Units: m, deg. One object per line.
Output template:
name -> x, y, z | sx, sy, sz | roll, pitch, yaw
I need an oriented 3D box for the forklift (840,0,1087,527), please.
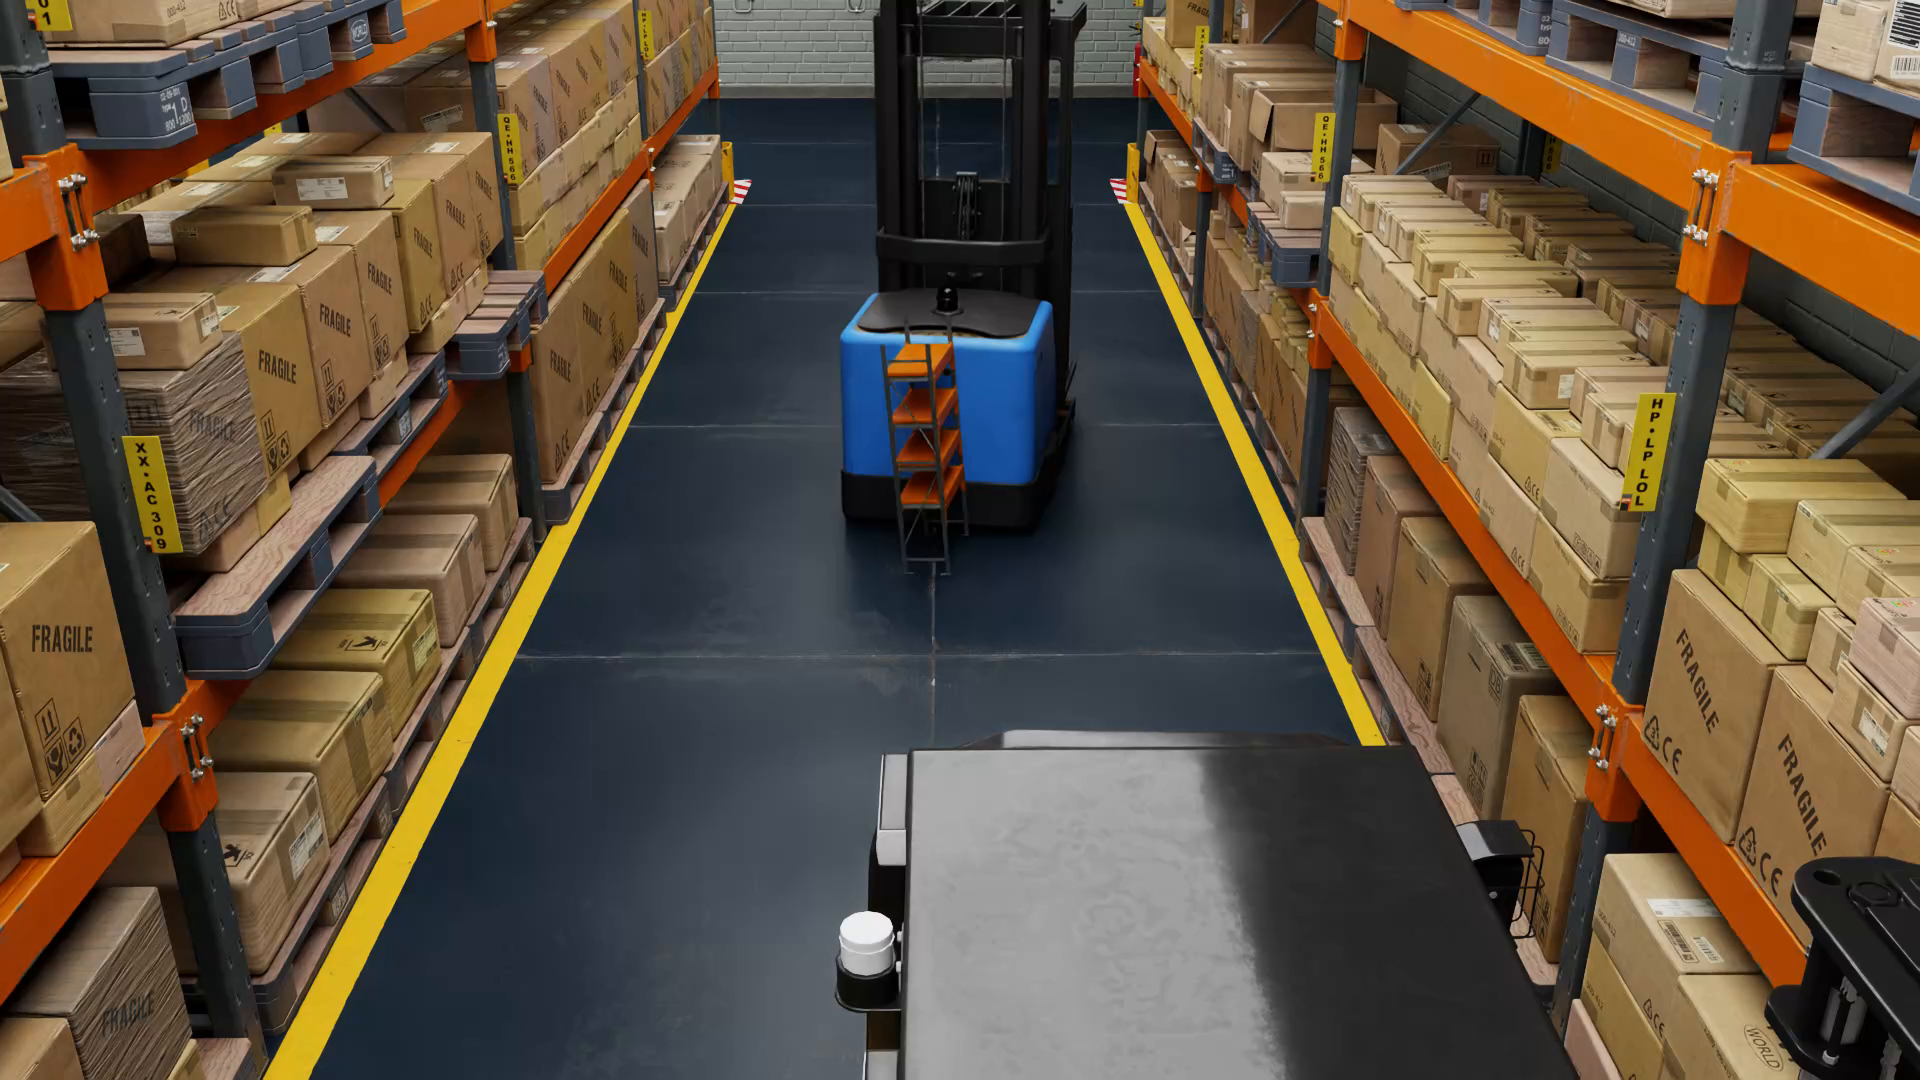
forklift -> 0.116, -1.980, 9.571 | 1.130, 2.935, 3.031 | 4, 25, 9

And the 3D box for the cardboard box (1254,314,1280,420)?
cardboard box -> 2.056, -1.036, 9.924 | 0.500, 0.500, 0.500 | 1, 24, 2

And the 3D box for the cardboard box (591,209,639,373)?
cardboard box -> -2.624, -1.608, 10.735 | 0.875, 0.875, 0.875 | 0, 24, 1

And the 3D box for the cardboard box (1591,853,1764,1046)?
cardboard box -> 2.014, 1.067, 4.365 | 0.500, 0.250, 0.500 | -1, 24, -1

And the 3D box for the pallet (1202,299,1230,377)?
pallet -> 2.282, -1.431, 11.657 | 1.003, 0.211, 1.213 | 0, 24, -1

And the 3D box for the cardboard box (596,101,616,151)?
cardboard box -> -2.456, -2.572, 10.372 | 0.500, 0.250, 0.500 | 0, 24, 1

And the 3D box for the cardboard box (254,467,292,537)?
cardboard box -> -2.325, -0.125, 5.181 | 0.380, 0.149, 0.250 | 0, 24, 1

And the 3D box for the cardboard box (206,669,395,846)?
cardboard box -> -2.660, 0.778, 6.070 | 0.950, 0.372, 0.625 | 1, 24, 3

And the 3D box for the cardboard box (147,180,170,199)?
cardboard box -> -7.402, -3.168, 15.064 | 0.380, 0.149, 0.250 | 0, 24, 1

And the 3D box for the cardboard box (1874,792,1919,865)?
cardboard box -> 2.095, 0.822, 3.171 | 0.500, 0.500, 0.500 | 0, 24, -1

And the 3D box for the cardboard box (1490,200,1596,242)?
cardboard box -> 2.541, -1.382, 7.257 | 0.380, 0.149, 0.250 | 0, 24, -1

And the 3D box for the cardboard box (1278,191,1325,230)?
cardboard box -> 1.888, -1.734, 8.739 | 0.380, 0.149, 0.250 | 0, 24, 0

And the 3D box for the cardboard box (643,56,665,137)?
cardboard box -> -2.472, -3.253, 12.180 | 0.500, 0.500, 0.500 | 1, 24, 1

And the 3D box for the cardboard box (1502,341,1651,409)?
cardboard box -> 1.990, -0.536, 5.386 | 0.380, 0.149, 0.250 | -1, 24, -2

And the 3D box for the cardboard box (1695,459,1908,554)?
cardboard box -> 2.029, -0.084, 4.026 | 0.380, 0.149, 0.250 | 0, 24, 1

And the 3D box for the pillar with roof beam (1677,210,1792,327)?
pillar with roof beam -> -1.111, -3.569, 5.721 | 9.100, 9.000, 0.400 | 0, 24, -1

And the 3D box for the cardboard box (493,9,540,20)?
cardboard box -> -2.978, -3.121, 10.677 | 0.500, 0.500, 0.500 | 0, 24, -1

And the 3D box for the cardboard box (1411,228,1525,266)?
cardboard box -> 2.068, -1.170, 6.788 | 0.380, 0.149, 0.250 | 0, 24, 0

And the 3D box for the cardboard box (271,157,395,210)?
cardboard box -> -2.385, -1.359, 6.336 | 0.380, 0.149, 0.250 | -1, 24, -3

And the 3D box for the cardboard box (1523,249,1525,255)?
cardboard box -> 2.569, -1.153, 7.235 | 0.500, 0.250, 0.500 | 0, 24, 0

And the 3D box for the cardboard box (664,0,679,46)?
cardboard box -> -2.485, -4.130, 12.907 | 0.500, 0.500, 0.500 | 0, 24, 0

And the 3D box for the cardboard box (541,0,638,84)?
cardboard box -> -2.472, -3.331, 11.139 | 0.500, 0.500, 0.500 | 1, 24, 1

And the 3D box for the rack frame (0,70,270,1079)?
rack frame -> -2.641, 0.284, 4.482 | 1.000, 3.000, 0.127 | 0, 24, -1

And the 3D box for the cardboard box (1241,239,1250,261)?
cardboard box -> 2.084, -1.903, 11.054 | 0.380, 0.149, 0.250 | -1, 24, -1

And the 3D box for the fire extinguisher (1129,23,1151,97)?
fire extinguisher -> 1.728, -4.538, 15.690 | 0.296, 0.674, 0.183 | 0, 24, -1

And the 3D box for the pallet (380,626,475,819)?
pallet -> -2.667, 0.730, 6.880 | 1.003, 0.211, 1.213 | 0, 24, -1

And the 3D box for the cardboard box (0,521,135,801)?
cardboard box -> -2.387, 0.285, 3.998 | 0.500, 0.500, 0.500 | -1, 24, -2

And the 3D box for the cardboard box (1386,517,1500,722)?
cardboard box -> 2.294, 0.306, 6.805 | 0.875, 0.625, 0.625 | -1, 24, -3

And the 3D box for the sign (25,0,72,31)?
sign -> -2.098, -1.324, 3.770 | 0.100, 0.325, 0.005 | 0, 24, -1

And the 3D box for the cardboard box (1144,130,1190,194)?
cardboard box -> 2.103, -3.486, 15.337 | 0.797, 0.503, 0.637 | -1, 24, -3

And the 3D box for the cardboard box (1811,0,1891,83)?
cardboard box -> 2.024, -1.043, 3.449 | 0.380, 0.149, 0.250 | 0, 24, 1

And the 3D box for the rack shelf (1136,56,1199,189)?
rack shelf -> 2.213, -3.533, 13.794 | 1.077, 0.370, 4.000 | 0, 24, -1

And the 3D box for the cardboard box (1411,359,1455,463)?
cardboard box -> 2.056, -0.503, 6.403 | 0.500, 0.250, 0.500 | 1, 24, 1

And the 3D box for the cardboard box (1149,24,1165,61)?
cardboard box -> 1.933, -4.356, 14.562 | 0.500, 0.250, 0.500 | 0, 24, 0

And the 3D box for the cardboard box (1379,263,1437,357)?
cardboard box -> 2.031, -0.941, 6.767 | 0.500, 0.250, 0.500 | -1, 24, -2

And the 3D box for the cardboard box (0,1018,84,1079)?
cardboard box -> -2.359, 1.456, 3.808 | 0.500, 0.500, 0.500 | 0, 24, 0

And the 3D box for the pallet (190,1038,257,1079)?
pallet -> -2.598, 1.831, 4.445 | 1.003, 0.211, 1.213 | 0, 24, -1

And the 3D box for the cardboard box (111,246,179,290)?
cardboard box -> -2.882, -0.695, 5.654 | 0.500, 0.500, 0.500 | 1, 24, 1

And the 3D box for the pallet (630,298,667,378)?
pallet -> -2.644, -1.424, 11.643 | 1.003, 0.211, 1.213 | 0, 24, -1

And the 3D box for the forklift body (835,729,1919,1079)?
forklift body -> 0.521, 1.522, 2.775 | 2.313, 2.155, 1.214 | 0, 24, -1

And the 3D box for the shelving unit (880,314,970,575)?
shelving unit -> -0.164, -0.474, 8.319 | 0.258, 1.200, 0.503 | 0, 24, 12

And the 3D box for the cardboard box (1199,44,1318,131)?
cardboard box -> 2.017, -3.073, 11.273 | 0.700, 0.500, 0.500 | 0, 24, 1

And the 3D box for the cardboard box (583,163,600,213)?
cardboard box -> -2.470, -2.130, 10.001 | 0.500, 0.250, 0.500 | 0, 24, -1

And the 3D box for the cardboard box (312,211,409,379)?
cardboard box -> -2.373, -0.905, 6.118 | 0.500, 0.500, 0.500 | -1, 24, -3

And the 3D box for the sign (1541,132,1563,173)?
sign -> 2.834, -1.919, 7.949 | 0.100, 0.325, 0.005 | 0, 24, -1

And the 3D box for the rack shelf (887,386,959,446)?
rack shelf -> -0.177, -0.617, 8.257 | 0.258, 0.148, 0.480 | 0, 24, 12

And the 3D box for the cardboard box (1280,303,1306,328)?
cardboard box -> 2.070, -1.268, 9.651 | 0.380, 0.149, 0.250 | 0, 24, 1

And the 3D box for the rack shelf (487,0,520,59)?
rack shelf -> -2.706, -3.227, 9.479 | 1.077, 0.370, 4.000 | 0, 24, -1

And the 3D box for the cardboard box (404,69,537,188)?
cardboard box -> -2.445, -2.070, 8.351 | 0.500, 0.500, 0.500 | -1, 24, -2

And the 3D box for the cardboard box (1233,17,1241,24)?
cardboard box -> 2.462, -4.563, 15.021 | 0.500, 0.250, 0.500 | 0, 24, 1

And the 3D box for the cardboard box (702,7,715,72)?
cardboard box -> -2.502, -4.509, 14.958 | 0.500, 0.500, 0.500 | 0, 24, 0

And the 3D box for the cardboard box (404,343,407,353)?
cardboard box -> -2.434, -0.772, 6.612 | 0.380, 0.149, 0.250 | 0, 24, 0

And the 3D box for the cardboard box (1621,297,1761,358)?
cardboard box -> 2.572, -0.752, 5.865 | 0.380, 0.149, 0.250 | 0, 24, -1

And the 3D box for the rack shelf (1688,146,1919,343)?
rack shelf -> 2.344, 0.045, 2.243 | 1.077, 0.370, 4.000 | 0, 24, -1
